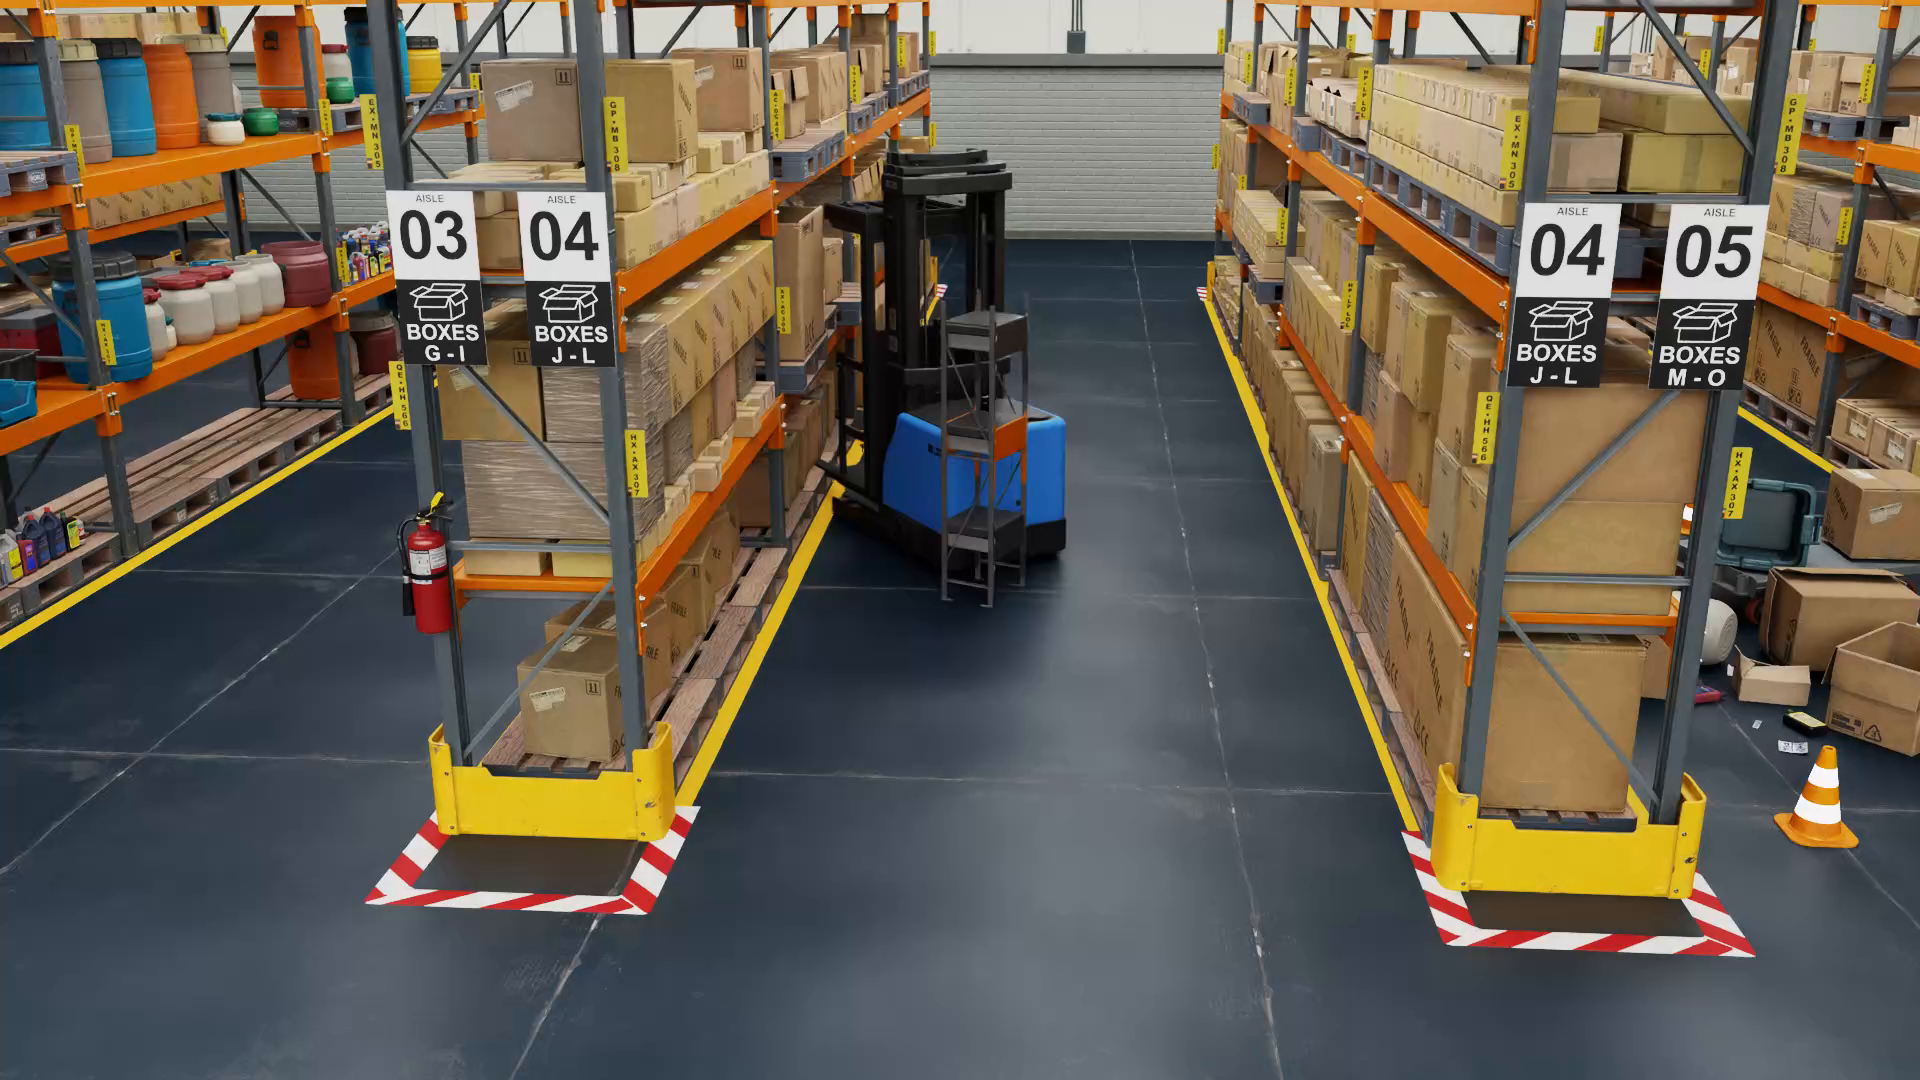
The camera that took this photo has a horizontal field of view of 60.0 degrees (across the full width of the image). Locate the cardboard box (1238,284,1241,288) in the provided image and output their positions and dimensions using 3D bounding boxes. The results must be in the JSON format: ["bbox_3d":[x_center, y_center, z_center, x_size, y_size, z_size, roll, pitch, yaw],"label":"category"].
[{"bbox_3d":[3.588,-3.024,20.282,0.380,0.149,0.250,2,18,6],"label":"cardboard box"}]

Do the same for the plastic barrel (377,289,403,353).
[{"bbox_3d":[-6.250,-2.610,18.766,0.600,0.901,0.708,1,18,4],"label":"plastic barrel"}]

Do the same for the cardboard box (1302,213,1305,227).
[{"bbox_3d":[3.851,-3.393,17.712,0.380,0.149,0.250,1,18,2],"label":"cardboard box"}]

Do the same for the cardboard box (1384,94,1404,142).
[{"bbox_3d":[2.814,-2.499,9.843,0.500,0.250,0.500,1,18,3],"label":"cardboard box"}]

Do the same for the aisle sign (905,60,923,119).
[{"bbox_3d":[-0.612,-6.179,22.788,0.394,0.787,0.004,1,18,4],"label":"aisle sign"}]

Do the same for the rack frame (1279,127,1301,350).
[{"bbox_3d":[3.450,-2.301,15.128,1.000,3.000,0.127,1,18,4],"label":"rack frame"}]

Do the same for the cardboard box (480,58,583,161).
[{"bbox_3d":[-2.205,-2.297,8.859,0.500,0.500,0.500,1,18,4],"label":"cardboard box"}]

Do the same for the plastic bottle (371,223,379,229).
[{"bbox_3d":[-6.619,-3.451,18.843,0.097,0.271,0.097,0,18,0],"label":"plastic bottle"}]

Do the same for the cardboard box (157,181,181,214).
[{"bbox_3d":[-10.669,-4.580,21.922,0.500,0.500,0.500,1,18,3],"label":"cardboard box"}]

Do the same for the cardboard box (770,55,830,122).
[{"bbox_3d":[-1.352,-3.687,13.577,0.500,0.500,0.500,2,18,5],"label":"cardboard box"}]

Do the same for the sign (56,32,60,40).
[{"bbox_3d":[-10.530,-5.755,19.388,0.100,0.325,0.005,1,18,4],"label":"sign"}]

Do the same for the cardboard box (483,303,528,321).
[{"bbox_3d":[-2.241,-0.954,8.774,0.500,0.500,0.500,1,18,4],"label":"cardboard box"}]

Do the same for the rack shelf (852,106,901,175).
[{"bbox_3d":[-1.347,-4.148,17.102,1.077,0.370,4.000,1,18,4],"label":"rack shelf"}]

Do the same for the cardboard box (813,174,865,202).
[{"bbox_3d":[-1.372,-3.396,16.699,0.797,0.503,0.637,2,18,5],"label":"cardboard box"}]

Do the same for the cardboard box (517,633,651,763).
[{"bbox_3d":[-2.002,0.836,8.894,0.500,0.500,0.500,5,19,14],"label":"cardboard box"}]

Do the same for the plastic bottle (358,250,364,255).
[{"bbox_3d":[-6.069,-2.800,16.858,0.097,0.271,0.097,0,18,0],"label":"plastic bottle"}]

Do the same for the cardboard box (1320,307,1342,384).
[{"bbox_3d":[2.970,-1.431,12.313,0.500,0.500,0.500,1,18,3],"label":"cardboard box"}]

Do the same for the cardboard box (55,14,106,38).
[{"bbox_3d":[-10.910,-6.160,20.321,0.700,0.500,0.500,1,18,4],"label":"cardboard box"}]

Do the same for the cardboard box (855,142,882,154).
[{"bbox_3d":[-1.287,-4.895,21.603,0.500,0.500,0.500,1,18,2],"label":"cardboard box"}]

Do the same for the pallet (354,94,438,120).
[{"bbox_3d":[-6.181,-4.534,17.428,1.003,0.211,1.213,1,18,4],"label":"pallet"}]

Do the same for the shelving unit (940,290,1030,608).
[{"bbox_3d":[0.170,-0.624,11.456,0.431,2.100,0.503,10,21,27],"label":"shelving unit"}]

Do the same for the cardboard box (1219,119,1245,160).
[{"bbox_3d":[3.726,-5.316,22.086,0.500,0.500,0.500,1,18,4],"label":"cardboard box"}]

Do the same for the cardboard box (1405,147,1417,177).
[{"bbox_3d":[2.708,-2.111,9.299,0.380,0.149,0.250,1,18,4],"label":"cardboard box"}]

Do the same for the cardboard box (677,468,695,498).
[{"bbox_3d":[-1.723,-0.311,9.457,0.380,0.149,0.250,1,18,4],"label":"cardboard box"}]

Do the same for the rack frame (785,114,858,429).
[{"bbox_3d":[-1.490,-2.443,15.562,1.000,3.000,0.127,1,18,4],"label":"rack frame"}]

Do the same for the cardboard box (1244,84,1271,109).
[{"bbox_3d":[3.502,-5.056,18.959,0.500,0.250,0.500,2,18,5],"label":"cardboard box"}]

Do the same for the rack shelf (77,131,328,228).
[{"bbox_3d":[-6.574,-3.016,13.649,1.077,0.370,4.000,1,18,4],"label":"rack shelf"}]

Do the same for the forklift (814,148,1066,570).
[{"bbox_3d":[-0.378,-1.586,13.057,1.130,2.935,3.031,-10,21,-28],"label":"forklift"}]

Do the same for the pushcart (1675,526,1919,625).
[{"bbox_3d":[5.830,0.231,11.612,1.648,0.377,0.936,-5,19,-15],"label":"pushcart"}]

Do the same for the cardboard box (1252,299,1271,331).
[{"bbox_3d":[3.343,-2.364,17.456,0.500,0.250,0.500,2,18,6],"label":"cardboard box"}]

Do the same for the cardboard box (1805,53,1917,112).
[{"bbox_3d":[8.276,-4.206,15.290,0.700,0.500,0.500,0,18,1],"label":"cardboard box"}]

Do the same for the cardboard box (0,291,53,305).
[{"bbox_3d":[-10.877,-2.616,19.397,0.500,0.500,0.500,1,18,4],"label":"cardboard box"}]

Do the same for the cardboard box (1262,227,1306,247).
[{"bbox_3d":[3.028,-2.826,15.505,0.380,0.149,0.250,1,18,2],"label":"cardboard box"}]

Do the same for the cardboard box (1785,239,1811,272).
[{"bbox_3d":[8.209,-2.704,15.795,0.500,0.250,0.500,1,18,2],"label":"cardboard box"}]

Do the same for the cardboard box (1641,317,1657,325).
[{"bbox_3d":[8.897,-2.917,20.448,0.875,0.438,0.875,1,18,2],"label":"cardboard box"}]

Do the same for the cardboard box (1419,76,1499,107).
[{"bbox_3d":[2.689,-2.413,8.940,0.380,0.149,0.250,1,18,4],"label":"cardboard box"}]

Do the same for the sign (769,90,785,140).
[{"bbox_3d":[-1.235,-2.862,11.193,0.100,0.325,0.005,1,18,4],"label":"sign"}]

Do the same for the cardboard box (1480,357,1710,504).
[{"bbox_3d":[2.941,-0.515,7.703,0.875,0.550,0.550,1,18,4],"label":"cardboard box"}]

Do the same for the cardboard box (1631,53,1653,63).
[{"bbox_3d":[9.025,-6.166,21.512,0.500,0.250,0.500,0,18,-1],"label":"cardboard box"}]

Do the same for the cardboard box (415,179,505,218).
[{"bbox_3d":[-2.355,-1.595,7.758,0.380,0.149,0.250,1,18,4],"label":"cardboard box"}]

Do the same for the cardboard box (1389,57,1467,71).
[{"bbox_3d":[3.604,-3.475,12.898,0.500,0.500,0.500,1,18,4],"label":"cardboard box"}]

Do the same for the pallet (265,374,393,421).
[{"bbox_3d":[-6.415,-1.474,17.084,1.003,0.211,1.213,1,18,4],"label":"pallet"}]

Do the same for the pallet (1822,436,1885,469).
[{"bbox_3d":[8.337,-0.654,14.580,1.003,0.211,1.213,1,18,4],"label":"pallet"}]

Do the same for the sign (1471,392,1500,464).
[{"bbox_3d":[2.336,-0.496,7.378,0.100,0.325,0.005,1,18,4],"label":"sign"}]

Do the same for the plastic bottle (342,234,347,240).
[{"bbox_3d":[-6.682,-3.174,18.000,0.097,0.271,0.097,0,18,0],"label":"plastic bottle"}]

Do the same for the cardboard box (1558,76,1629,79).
[{"bbox_3d":[3.346,-2.398,8.896,0.380,0.149,0.250,2,18,5],"label":"cardboard box"}]

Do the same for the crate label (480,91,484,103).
[{"bbox_3d":[-5.820,-5.242,19.709,0.293,0.136,0.466,1,18,4],"label":"crate label"}]

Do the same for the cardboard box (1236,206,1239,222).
[{"bbox_3d":[3.233,-3.572,18.259,0.380,0.149,0.250,1,18,3],"label":"cardboard box"}]

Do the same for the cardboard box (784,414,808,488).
[{"bbox_3d":[-1.619,-0.734,13.653,0.700,0.500,0.500,0,18,-1],"label":"cardboard box"}]

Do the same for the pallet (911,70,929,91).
[{"bbox_3d":[-0.959,-6.080,21.987,1.003,0.211,1.213,1,18,4],"label":"pallet"}]

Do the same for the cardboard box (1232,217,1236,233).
[{"bbox_3d":[3.249,-3.511,18.551,0.380,0.149,0.250,0,18,1],"label":"cardboard box"}]

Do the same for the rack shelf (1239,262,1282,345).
[{"bbox_3d":[3.593,-2.580,17.136,1.077,0.370,4.000,1,18,4],"label":"rack shelf"}]

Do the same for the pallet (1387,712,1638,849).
[{"bbox_3d":[2.856,1.259,8.743,1.003,0.211,1.213,1,18,4],"label":"pallet"}]

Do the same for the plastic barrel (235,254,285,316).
[{"bbox_3d":[-6.291,-2.283,14.892,0.421,0.512,0.421,0,18,0],"label":"plastic barrel"}]
